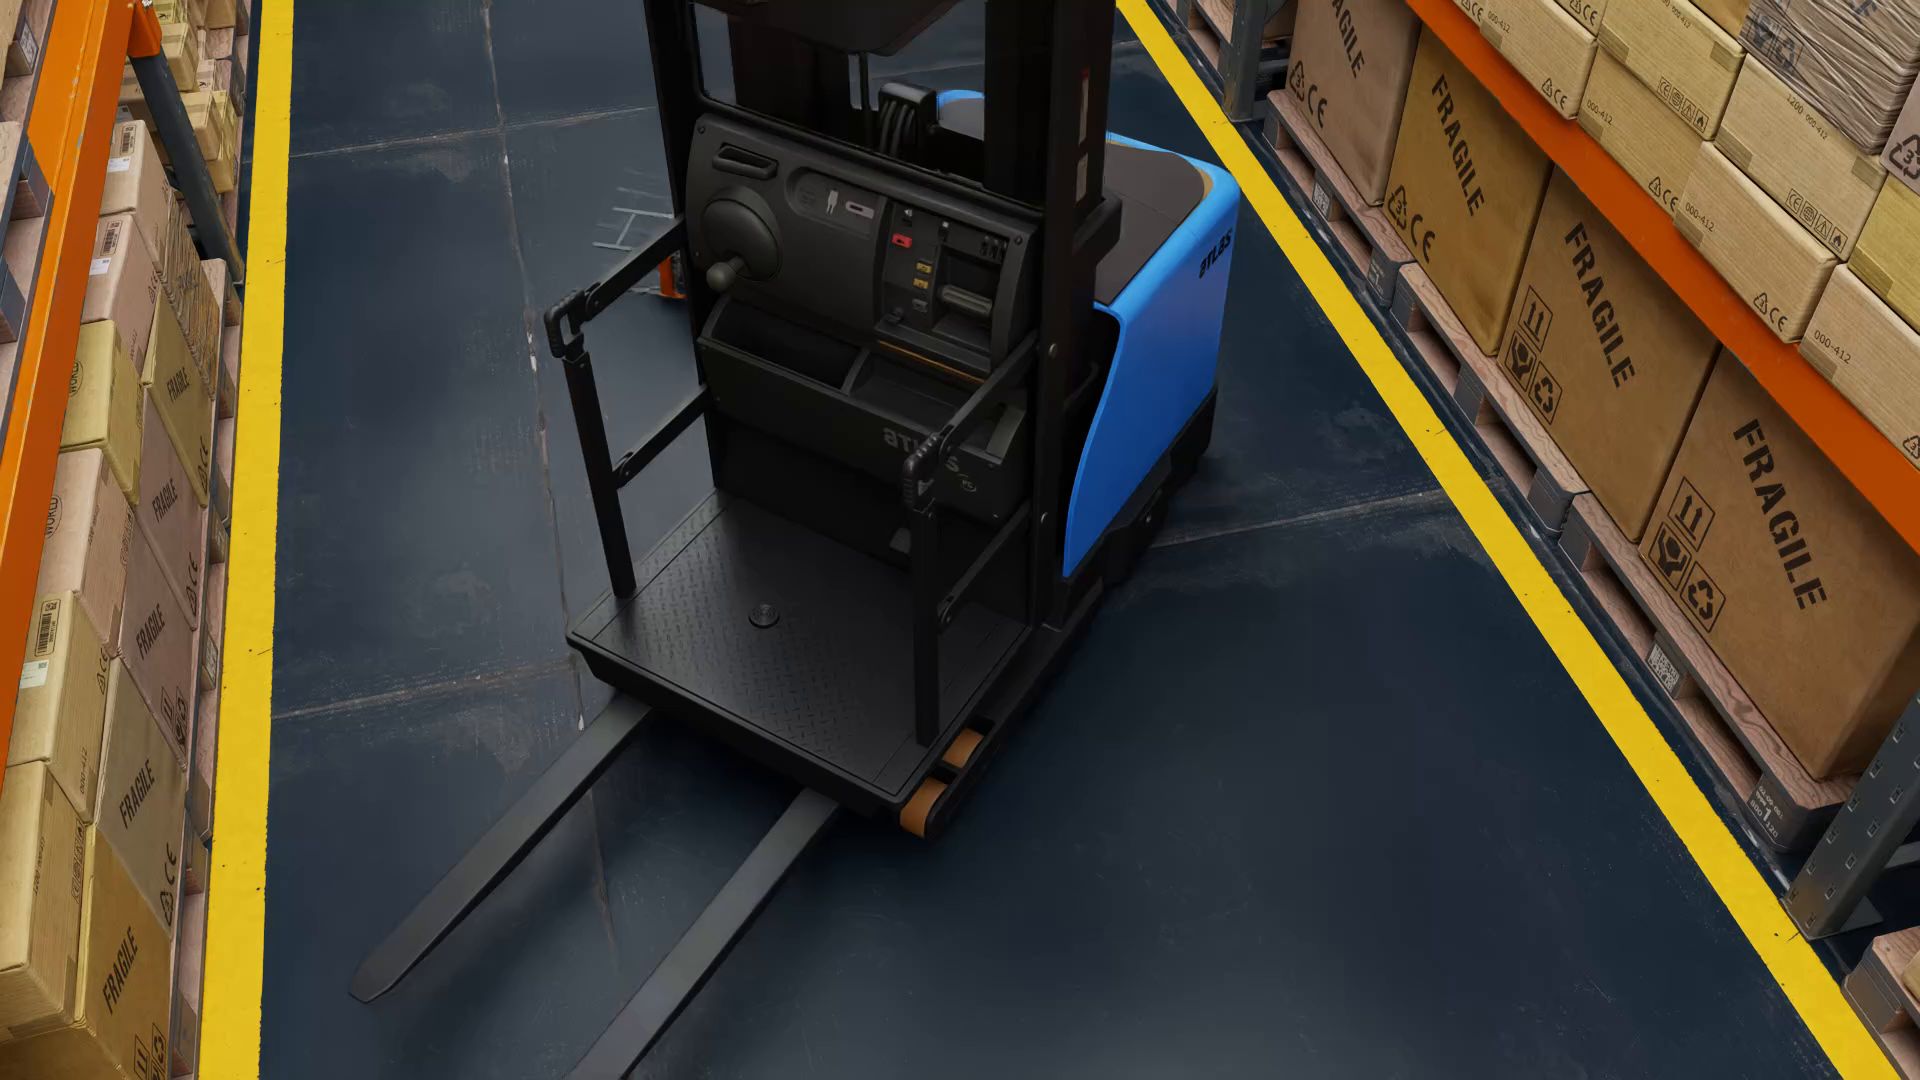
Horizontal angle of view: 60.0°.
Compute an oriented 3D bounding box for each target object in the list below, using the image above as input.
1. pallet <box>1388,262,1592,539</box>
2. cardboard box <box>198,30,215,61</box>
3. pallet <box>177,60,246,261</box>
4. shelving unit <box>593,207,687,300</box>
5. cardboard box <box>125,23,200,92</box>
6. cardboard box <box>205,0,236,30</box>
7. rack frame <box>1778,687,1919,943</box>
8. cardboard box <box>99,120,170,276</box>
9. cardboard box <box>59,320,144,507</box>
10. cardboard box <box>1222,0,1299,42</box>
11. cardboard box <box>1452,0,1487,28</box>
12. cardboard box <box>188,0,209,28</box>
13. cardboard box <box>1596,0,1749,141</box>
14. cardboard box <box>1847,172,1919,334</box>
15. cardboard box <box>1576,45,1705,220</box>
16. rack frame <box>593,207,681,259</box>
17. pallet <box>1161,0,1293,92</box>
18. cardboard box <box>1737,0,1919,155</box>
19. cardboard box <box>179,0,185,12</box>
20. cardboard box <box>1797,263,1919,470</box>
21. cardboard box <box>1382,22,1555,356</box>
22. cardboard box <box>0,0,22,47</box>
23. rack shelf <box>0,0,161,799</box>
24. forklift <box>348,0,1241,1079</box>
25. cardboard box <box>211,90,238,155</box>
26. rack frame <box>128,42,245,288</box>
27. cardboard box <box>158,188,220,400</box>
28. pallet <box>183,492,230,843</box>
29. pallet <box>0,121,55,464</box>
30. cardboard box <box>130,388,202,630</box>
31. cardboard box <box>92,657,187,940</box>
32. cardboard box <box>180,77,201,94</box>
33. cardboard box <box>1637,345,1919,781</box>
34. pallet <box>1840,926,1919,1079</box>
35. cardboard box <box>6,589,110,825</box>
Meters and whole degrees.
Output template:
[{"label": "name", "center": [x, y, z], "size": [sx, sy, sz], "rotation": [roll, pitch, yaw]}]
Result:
[{"label": "pallet", "center": [2.189, -0.579, 5.669], "size": [1.003, 0.211, 1.213], "rotation": [-11, 47, -10]}, {"label": "cardboard box", "center": [-3.234, -1.914, 6.728], "size": [0.380, 0.149, 0.250], "rotation": [-12, 47, -11]}, {"label": "pallet", "center": [-3.362, -1.424, 6.498], "size": [1.003, 0.211, 1.213], "rotation": [-11, 47, -10]}, {"label": "shelving unit", "center": [-0.708, -0.984, 6.045], "size": [1.200, 0.189, 0.258], "rotation": [9, 47, 6]}, {"label": "cardboard box", "center": [-3.057, -1.777, 6.177], "size": [0.380, 0.149, 0.250], "rotation": [-9, 46, -8]}, {"label": "cardboard box", "center": [-3.310, -2.290, 7.096], "size": [0.380, 0.149, 0.250], "rotation": [-12, 47, -11]}, {"label": "rack frame", "center": [2.627, -0.156, 3.303], "size": [1.000, 3.000, 0.127], "rotation": [-11, 47, -10]}, {"label": "cardboard box", "center": [-2.721, -1.009, 5.070], "size": [0.500, 0.250, 0.500], "rotation": [-12, 47, -11]}, {"label": "cardboard box", "center": [-2.453, -0.290, 4.365], "size": [0.500, 0.250, 0.500], "rotation": [-13, 47, -12]}, {"label": "cardboard box", "center": [1.546, -2.621, 7.218], "size": [0.875, 0.438, 0.875], "rotation": [-11, 47, -11]}, {"label": "cardboard box", "center": [1.710, -1.799, 5.018], "size": [0.500, 0.250, 0.500], "rotation": [-11, 47, -11]}, {"label": "cardboard box", "center": [-3.302, -2.206, 6.805], "size": [0.380, 0.149, 0.250], "rotation": [-9, 46, -8]}, {"label": "cardboard box", "center": [1.972, -1.269, 4.149], "size": [0.500, 0.250, 0.500], "rotation": [-12, 47, -11]}, {"label": "cardboard box", "center": [2.258, -0.566, 3.460], "size": [0.500, 0.250, 0.500], "rotation": [-11, 47, -10]}, {"label": "cardboard box", "center": [1.987, -1.106, 4.338], "size": [0.500, 0.250, 0.500], "rotation": [-11, 47, -11]}, {"label": "rack frame", "center": [-0.705, -1.047, 5.979], "size": [1.200, 0.006, 0.240], "rotation": [9, 47, 6]}, {"label": "pallet", "center": [1.484, -2.481, 7.533], "size": [1.003, 0.211, 1.213], "rotation": [-11, 47, -10]}, {"label": "cardboard box", "center": [2.103, -1.203, 3.558], "size": [0.500, 0.500, 0.500], "rotation": [-10, 46, -10]}, {"label": "cardboard box", "center": [-3.258, -2.118, 6.511], "size": [0.380, 0.149, 0.250], "rotation": [-12, 47, -11]}, {"label": "cardboard box", "center": [2.247, -0.405, 3.652], "size": [0.500, 0.250, 0.500], "rotation": [-12, 47, -12]}, {"label": "cardboard box", "center": [2.078, -1.285, 5.603], "size": [0.875, 0.875, 0.875], "rotation": [-9, 46, -9]}, {"label": "cardboard box", "center": [-2.734, -1.412, 4.416], "size": [0.380, 0.149, 0.250], "rotation": [-11, 47, -10]}, {"label": "rack shelf", "center": [-2.644, -0.310, 3.957], "size": [1.077, 0.370, 4.000], "rotation": [-11, 47, -10]}, {"label": "forklift", "center": [-0.368, -0.612, 3.797], "size": [1.130, 2.935, 3.031], "rotation": [23, 50, 21]}, {"label": "cardboard box", "center": [-3.007, -1.586, 6.406], "size": [0.380, 0.149, 0.250], "rotation": [-9, 46, -9]}, {"label": "rack frame", "center": [-3.156, -1.943, 5.054], "size": [1.000, 3.000, 0.127], "rotation": [-11, 47, -10]}, {"label": "cardboard box", "center": [-2.723, -0.750, 5.341], "size": [0.500, 0.500, 0.500], "rotation": [-12, 47, -11]}, {"label": "pallet", "center": [-2.639, 0.414, 4.696], "size": [1.003, 0.211, 1.213], "rotation": [-11, 47, -10]}, {"label": "pallet", "center": [-2.678, -0.473, 3.748], "size": [1.003, 0.211, 1.213], "rotation": [-11, 47, -10]}, {"label": "cardboard box", "center": [-2.465, -0.041, 4.646], "size": [0.500, 0.500, 0.500], "rotation": [-12, 47, -11]}, {"label": "cardboard box", "center": [-2.199, 0.665, 3.954], "size": [0.500, 0.500, 0.500], "rotation": [-10, 46, -10]}, {"label": "cardboard box", "center": [-3.091, -1.663, 6.273], "size": [0.380, 0.149, 0.250], "rotation": [-10, 46, -10]}, {"label": "cardboard box", "center": [2.531, -0.051, 4.394], "size": [0.875, 0.875, 0.875], "rotation": [-11, 47, -11]}, {"label": "pallet", "center": [2.826, 1.360, 3.770], "size": [1.003, 0.211, 1.213], "rotation": [-11, 47, -10]}, {"label": "cardboard box", "center": [-2.204, 0.414, 3.675], "size": [0.500, 0.250, 0.500], "rotation": [-11, 47, -11]}]
